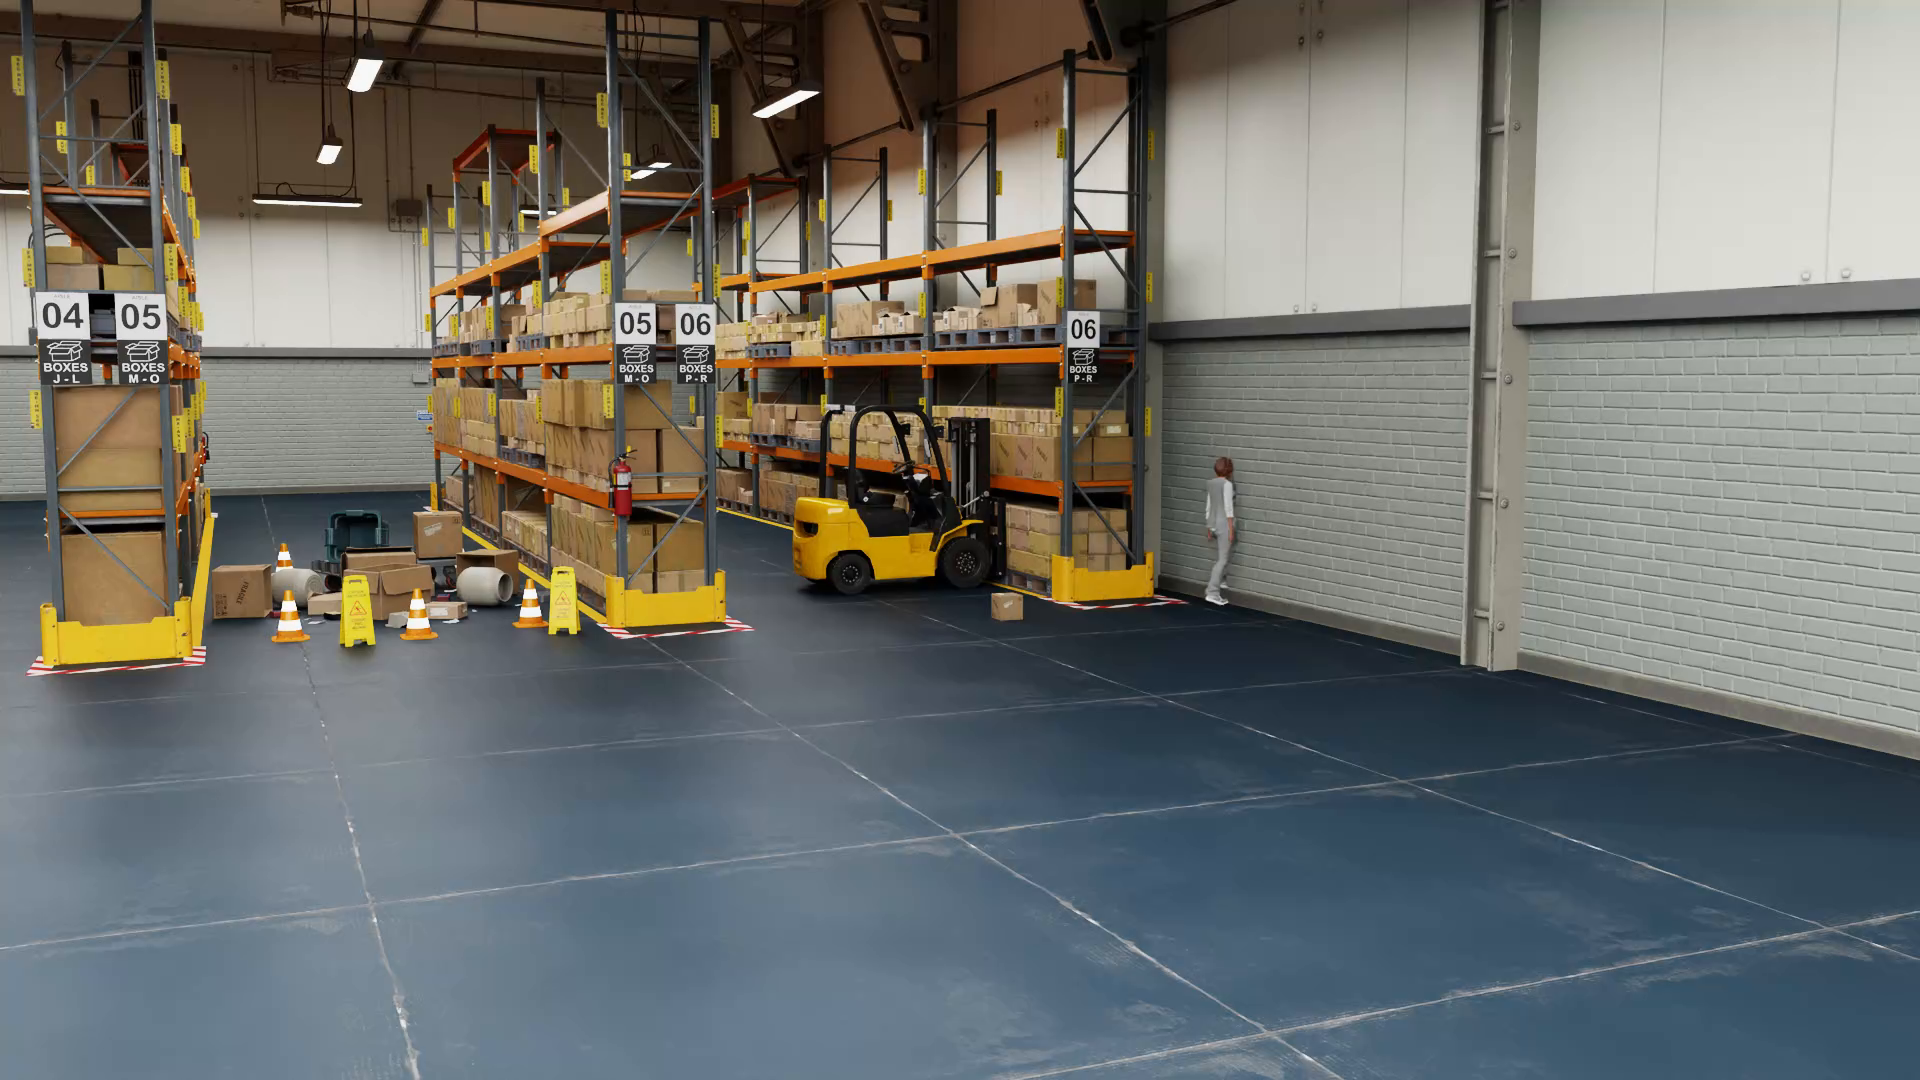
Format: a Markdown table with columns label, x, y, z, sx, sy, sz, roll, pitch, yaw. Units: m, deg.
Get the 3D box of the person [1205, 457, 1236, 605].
| label | x | y | z | sx | sy | sz | roll | pitch | yaw |
| --- | --- | --- | --- | --- | --- | --- | --- | --- | --- |
| person | 2.889 | -0.105 | 18.212 | 0.589 | 1.607 | 0.427 | -3 | 6 | -24 |
